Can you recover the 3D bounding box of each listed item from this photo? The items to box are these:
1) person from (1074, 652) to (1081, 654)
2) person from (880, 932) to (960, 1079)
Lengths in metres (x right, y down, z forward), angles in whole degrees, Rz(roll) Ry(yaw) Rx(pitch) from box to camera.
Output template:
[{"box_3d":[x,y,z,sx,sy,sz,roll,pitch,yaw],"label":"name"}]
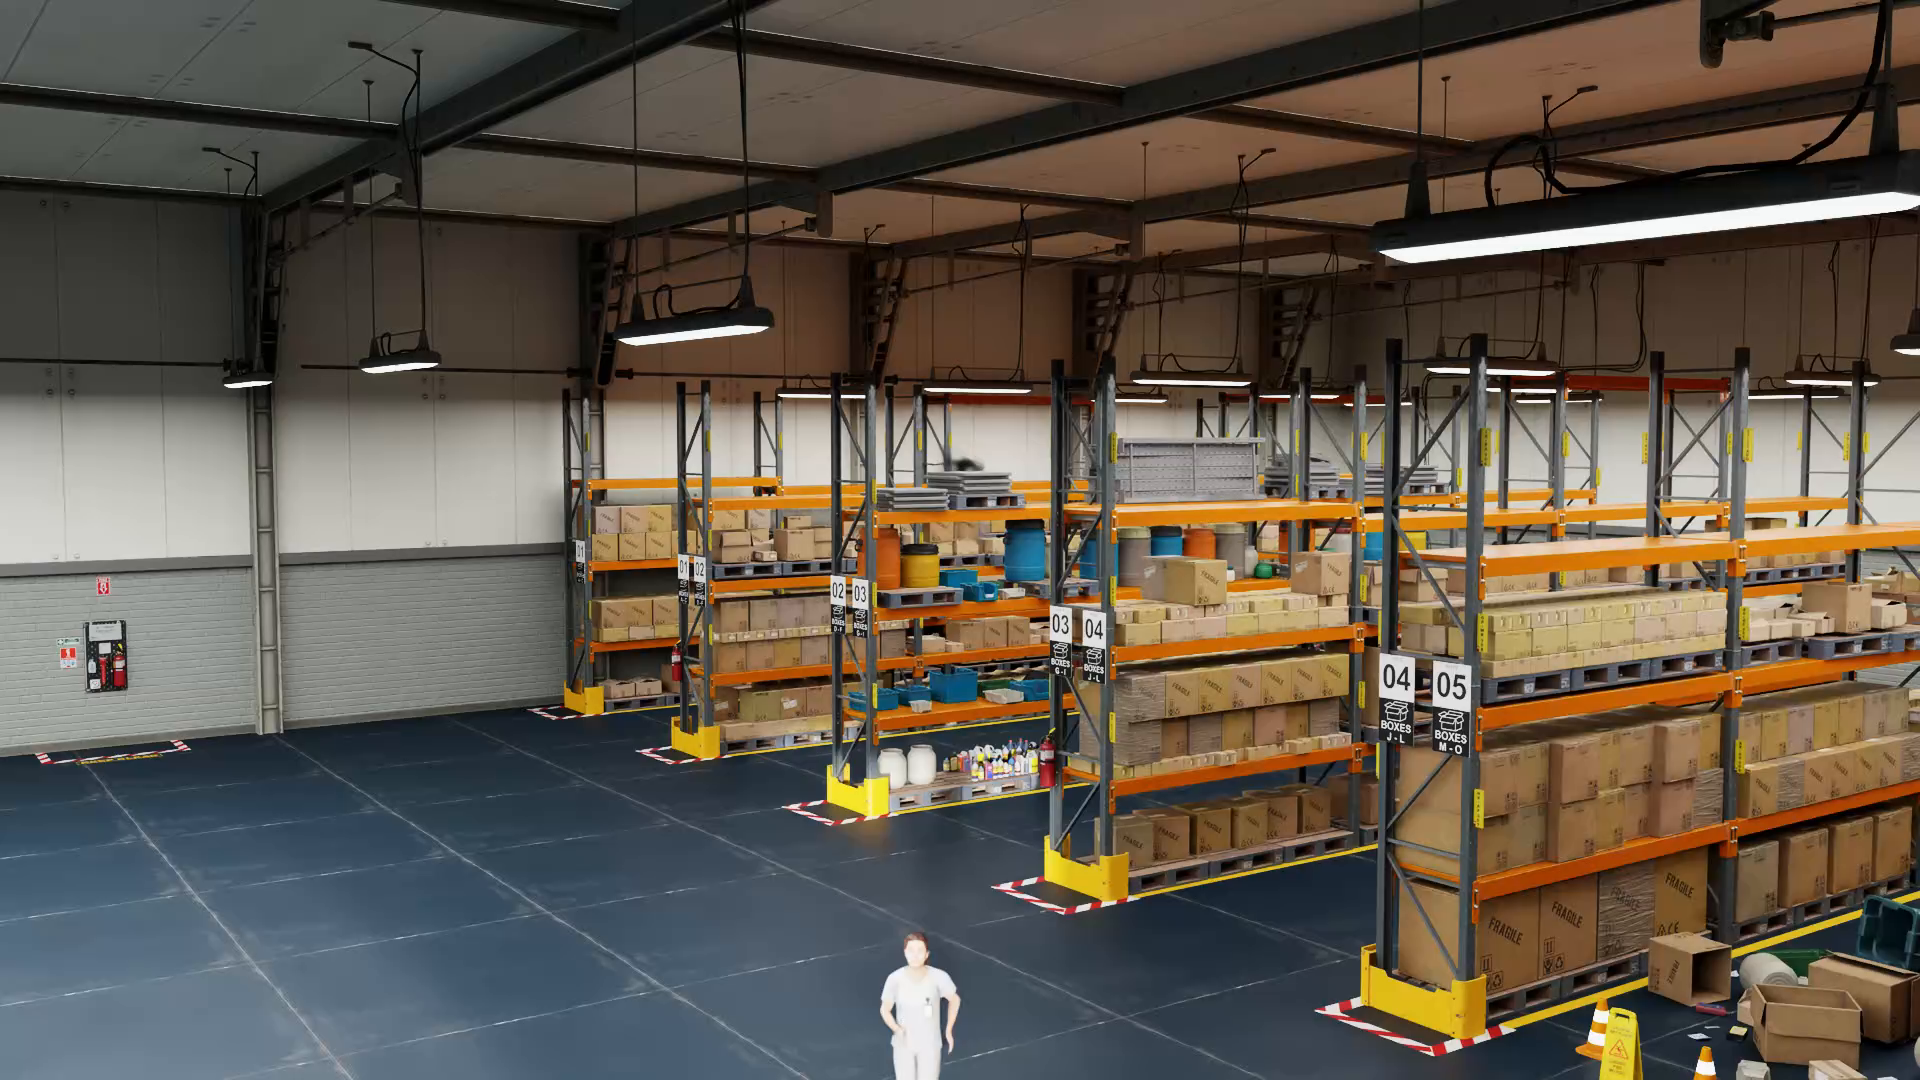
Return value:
[{"box_3d":[2.677,2.063,35.193,0.579,1.706,0.685,4,5,45],"label":"person"},{"box_3d":[-0.293,3.596,11.775,0.560,1.631,0.559,0,4,5],"label":"person"}]
